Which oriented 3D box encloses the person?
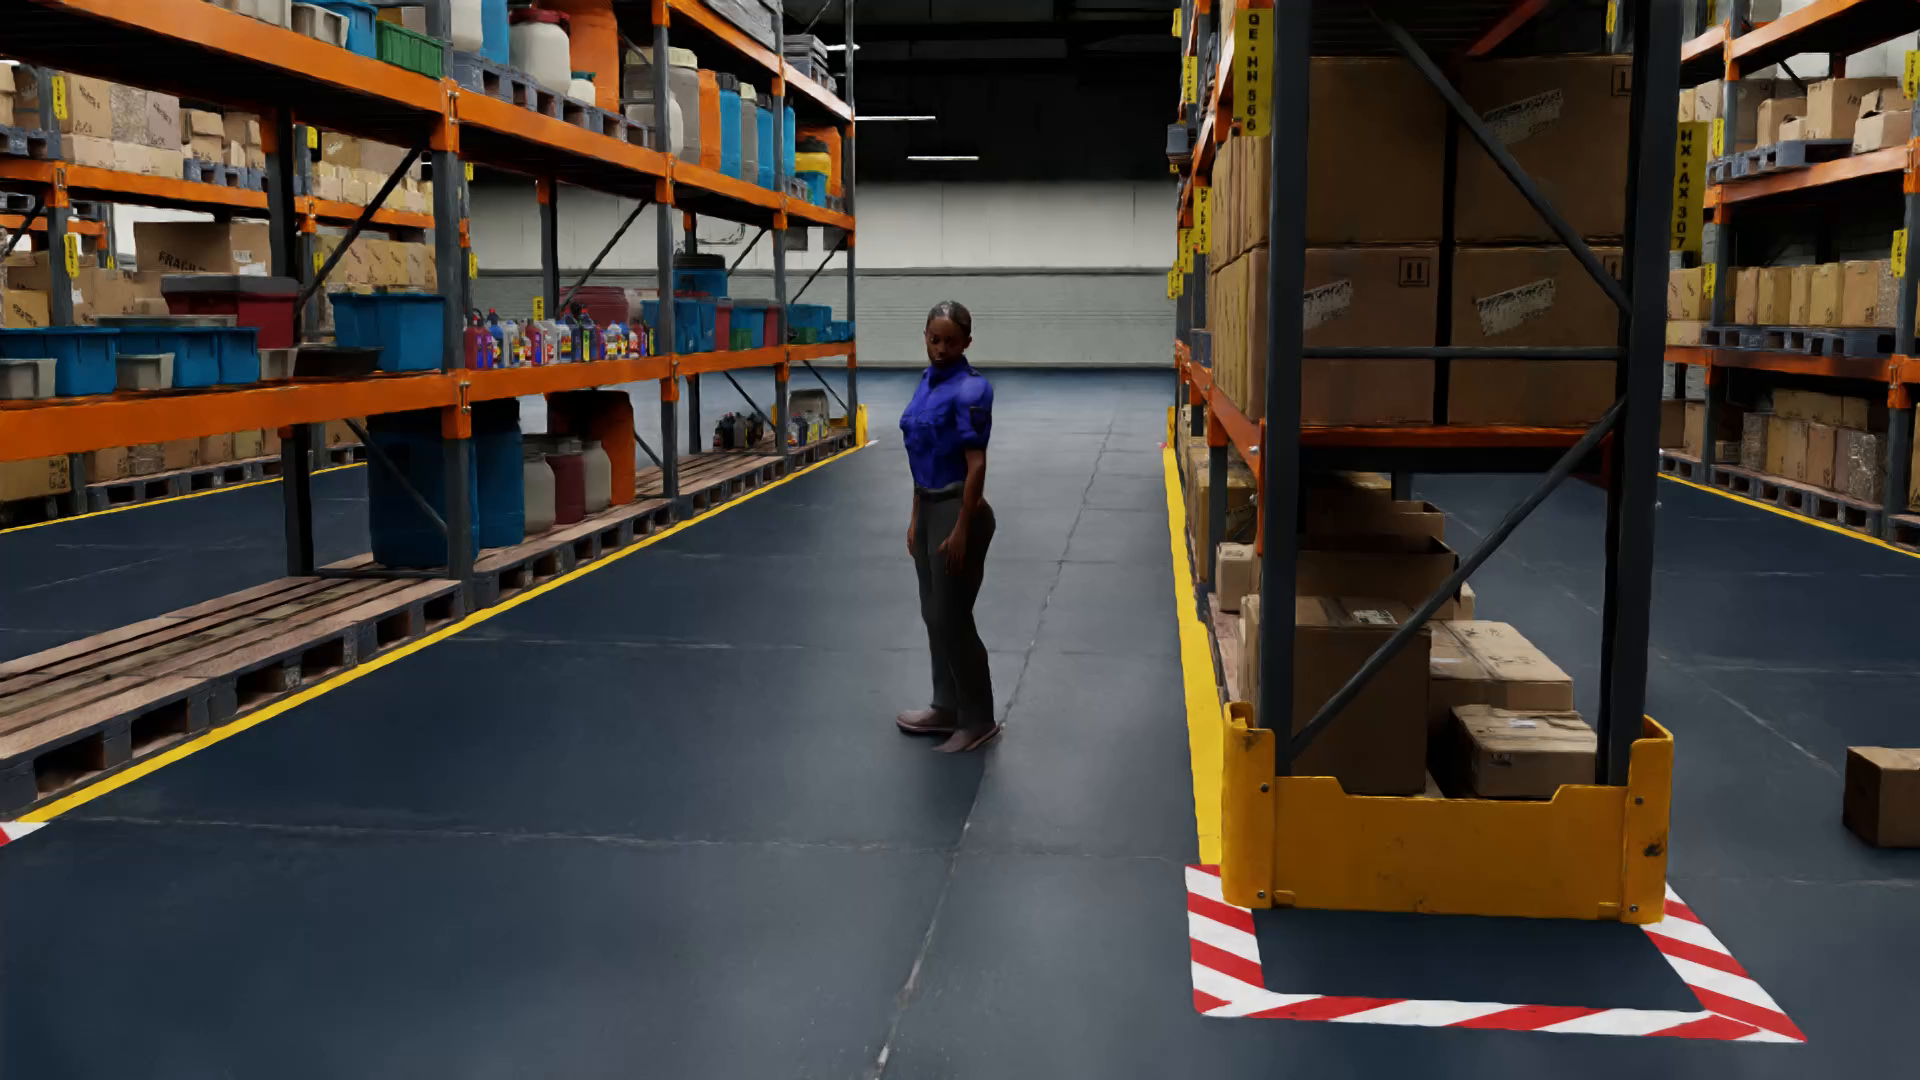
[{"bbox_3d":[-0.041,-0.034,6.189,0.351,1.704,0.540,-3,8,-21],"label":"person"}]
